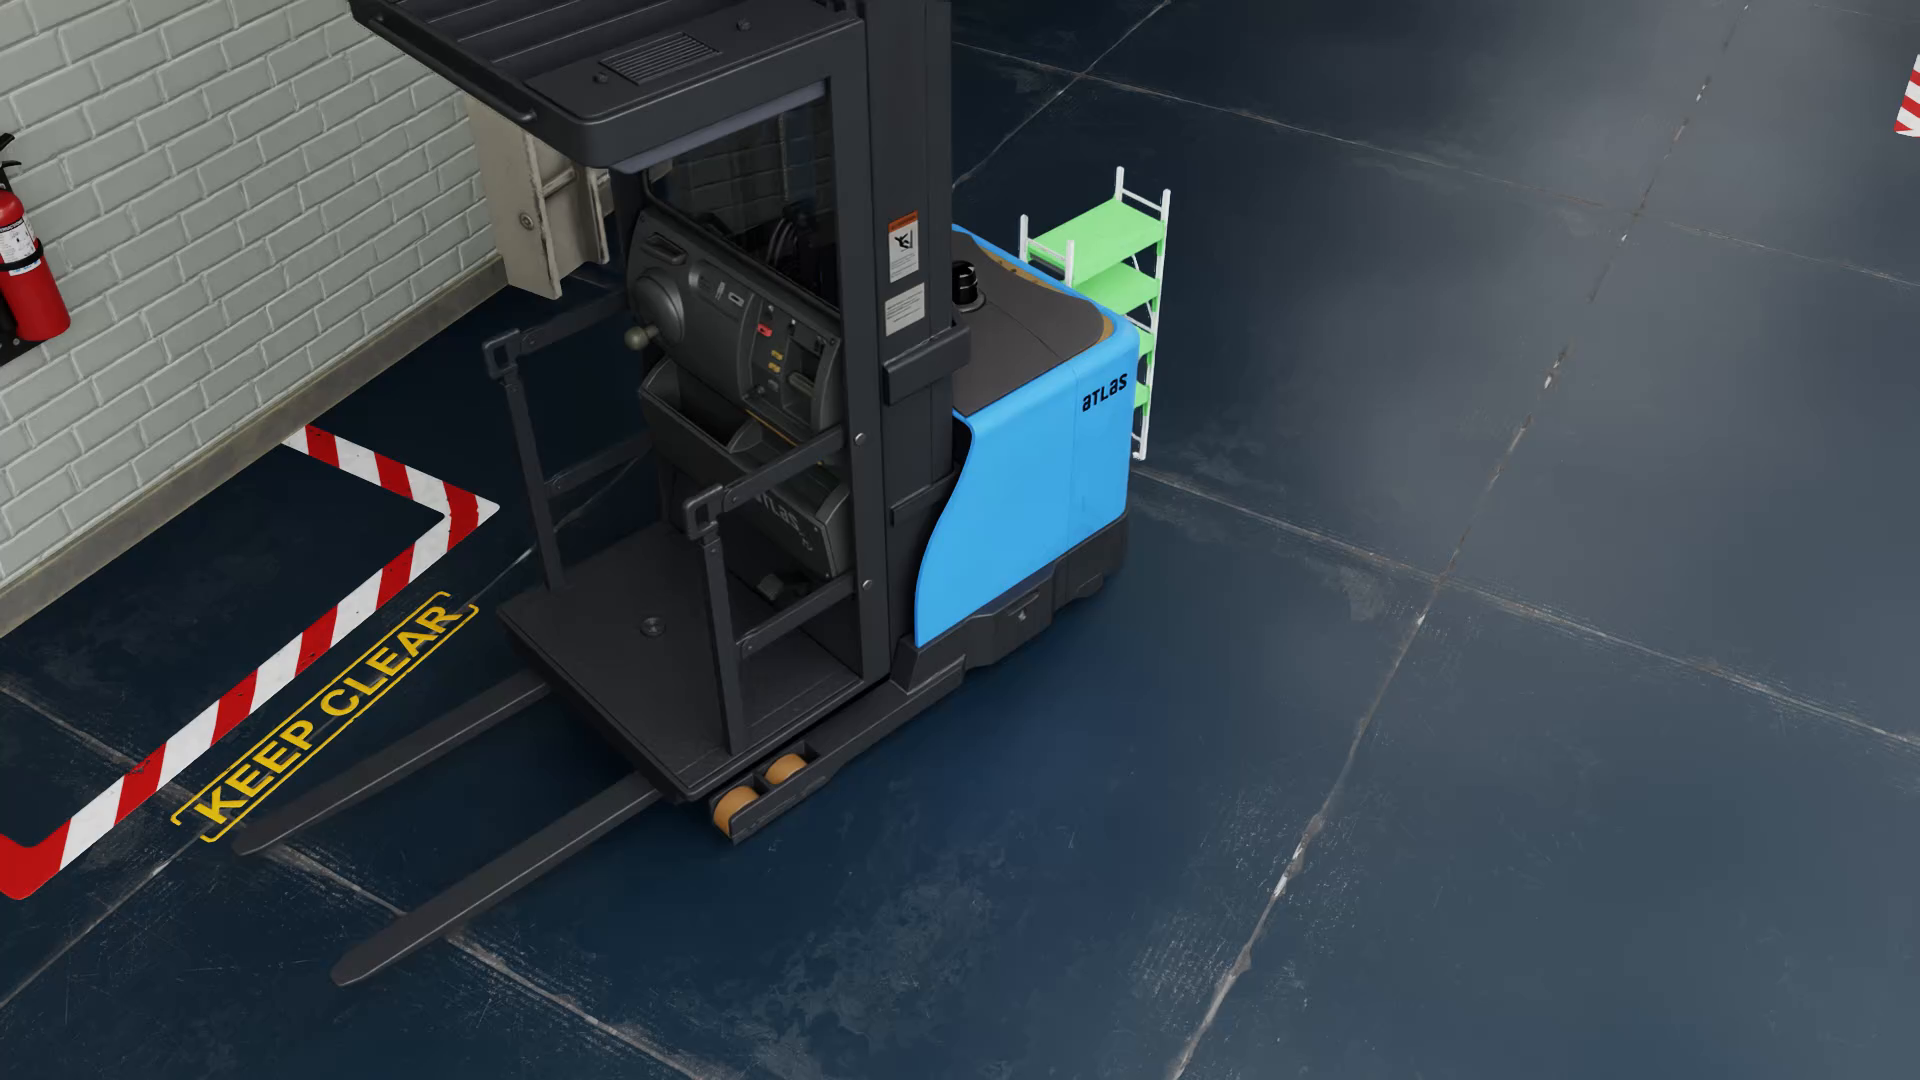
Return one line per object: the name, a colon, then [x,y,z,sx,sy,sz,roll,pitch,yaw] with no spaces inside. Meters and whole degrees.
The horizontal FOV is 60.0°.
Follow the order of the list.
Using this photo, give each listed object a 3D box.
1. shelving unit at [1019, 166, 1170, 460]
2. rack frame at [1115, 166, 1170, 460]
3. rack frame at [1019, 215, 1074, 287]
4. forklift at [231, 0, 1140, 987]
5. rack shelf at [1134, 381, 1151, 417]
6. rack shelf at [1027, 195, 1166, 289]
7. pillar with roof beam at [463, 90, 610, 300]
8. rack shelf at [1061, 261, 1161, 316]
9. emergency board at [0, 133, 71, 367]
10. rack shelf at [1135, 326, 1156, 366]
shelving unit: [0.472,-0.716,6.155,0.503,1.200,0.258,-32,51,-31]
rack frame: [0.649,-0.827,6.281,0.015,1.200,0.240,-32,51,-31]
rack frame: [0.295,-0.605,6.029,0.015,1.200,0.240,-32,51,-31]
forklift: [-0.816,-0.559,4.667,3.031,2.935,1.130,-32,50,-31]
rack shelf: [0.472,-0.488,6.356,0.480,0.148,0.258,-32,51,-31]
rack shelf: [0.472,-1.028,5.880,0.480,0.148,0.258,-32,51,-31]
pillar with roof beam: [1.872,-3.196,3.070,9.100,9.000,0.400,21,45,22]
rack shelf: [0.472,-0.848,6.039,0.480,0.148,0.258,-32,51,-31]
emergency board: [-3.125,-0.966,5.078,0.194,1.169,0.643,21,45,22]
rack shelf: [0.472,-0.668,6.197,0.480,0.148,0.258,-32,51,-31]
